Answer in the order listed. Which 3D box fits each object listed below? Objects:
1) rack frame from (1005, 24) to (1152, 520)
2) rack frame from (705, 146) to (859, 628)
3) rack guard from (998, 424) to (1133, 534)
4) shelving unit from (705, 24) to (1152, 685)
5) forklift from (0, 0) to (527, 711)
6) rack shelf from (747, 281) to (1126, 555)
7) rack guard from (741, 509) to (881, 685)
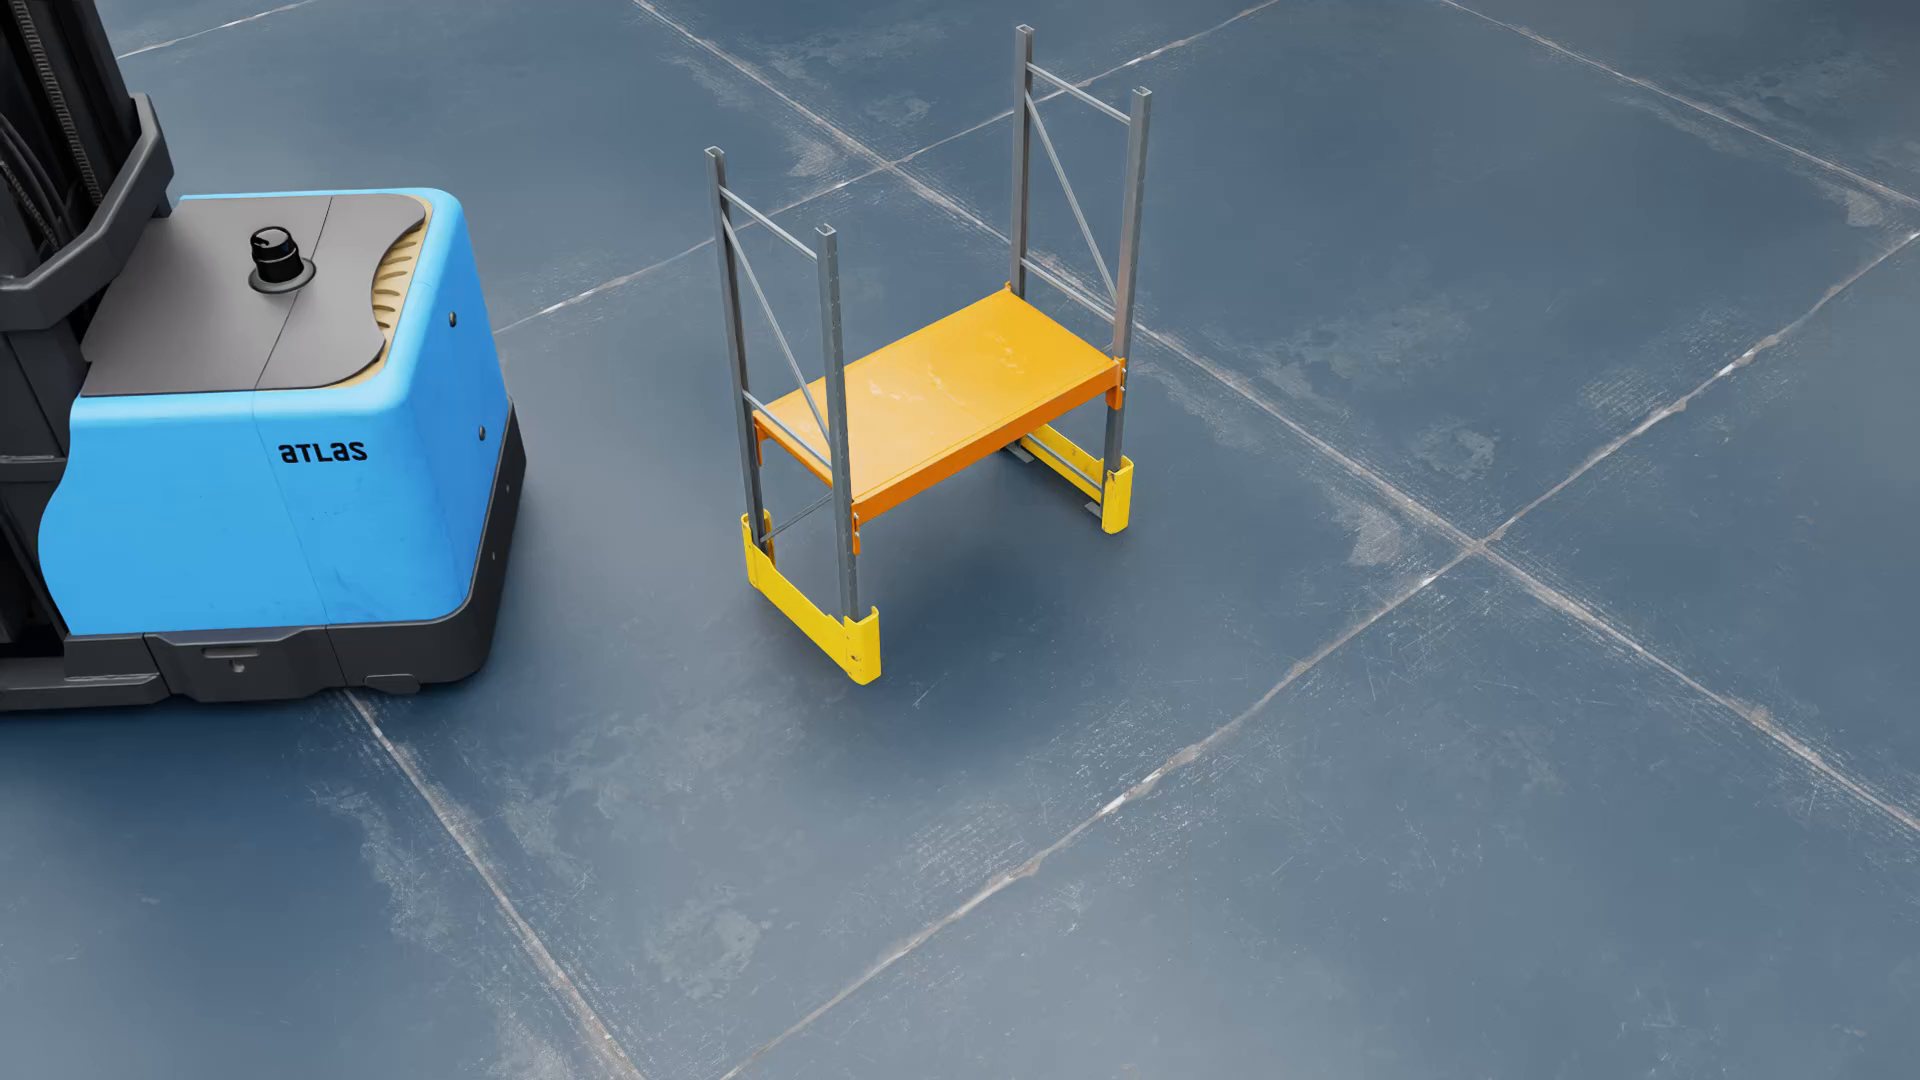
[{"bbox_3d":[0.324,-0.733,4.934,0.032,1.500,0.500,-30,51,-28],"label":"rack frame"},{"bbox_3d":[-0.455,-0.286,4.459,0.032,1.500,0.500,-30,51,-28],"label":"rack frame"},{"bbox_3d":[0.324,-0.276,5.362,0.087,0.250,0.587,-30,51,-28],"label":"rack guard"},{"bbox_3d":[-0.058,-0.513,4.701,1.083,1.500,0.587,-30,51,-28],"label":"shelving unit"},{"bbox_3d":[-2.897,-0.913,4.081,3.031,2.935,1.130,-2,43,-3],"label":"forklift"},{"bbox_3d":[-0.065,-0.378,4.820,1.000,0.185,0.538,-30,51,-28],"label":"rack shelf"},{"bbox_3d":[-0.440,0.161,4.896,0.087,0.250,0.587,-30,51,-28],"label":"rack guard"}]
